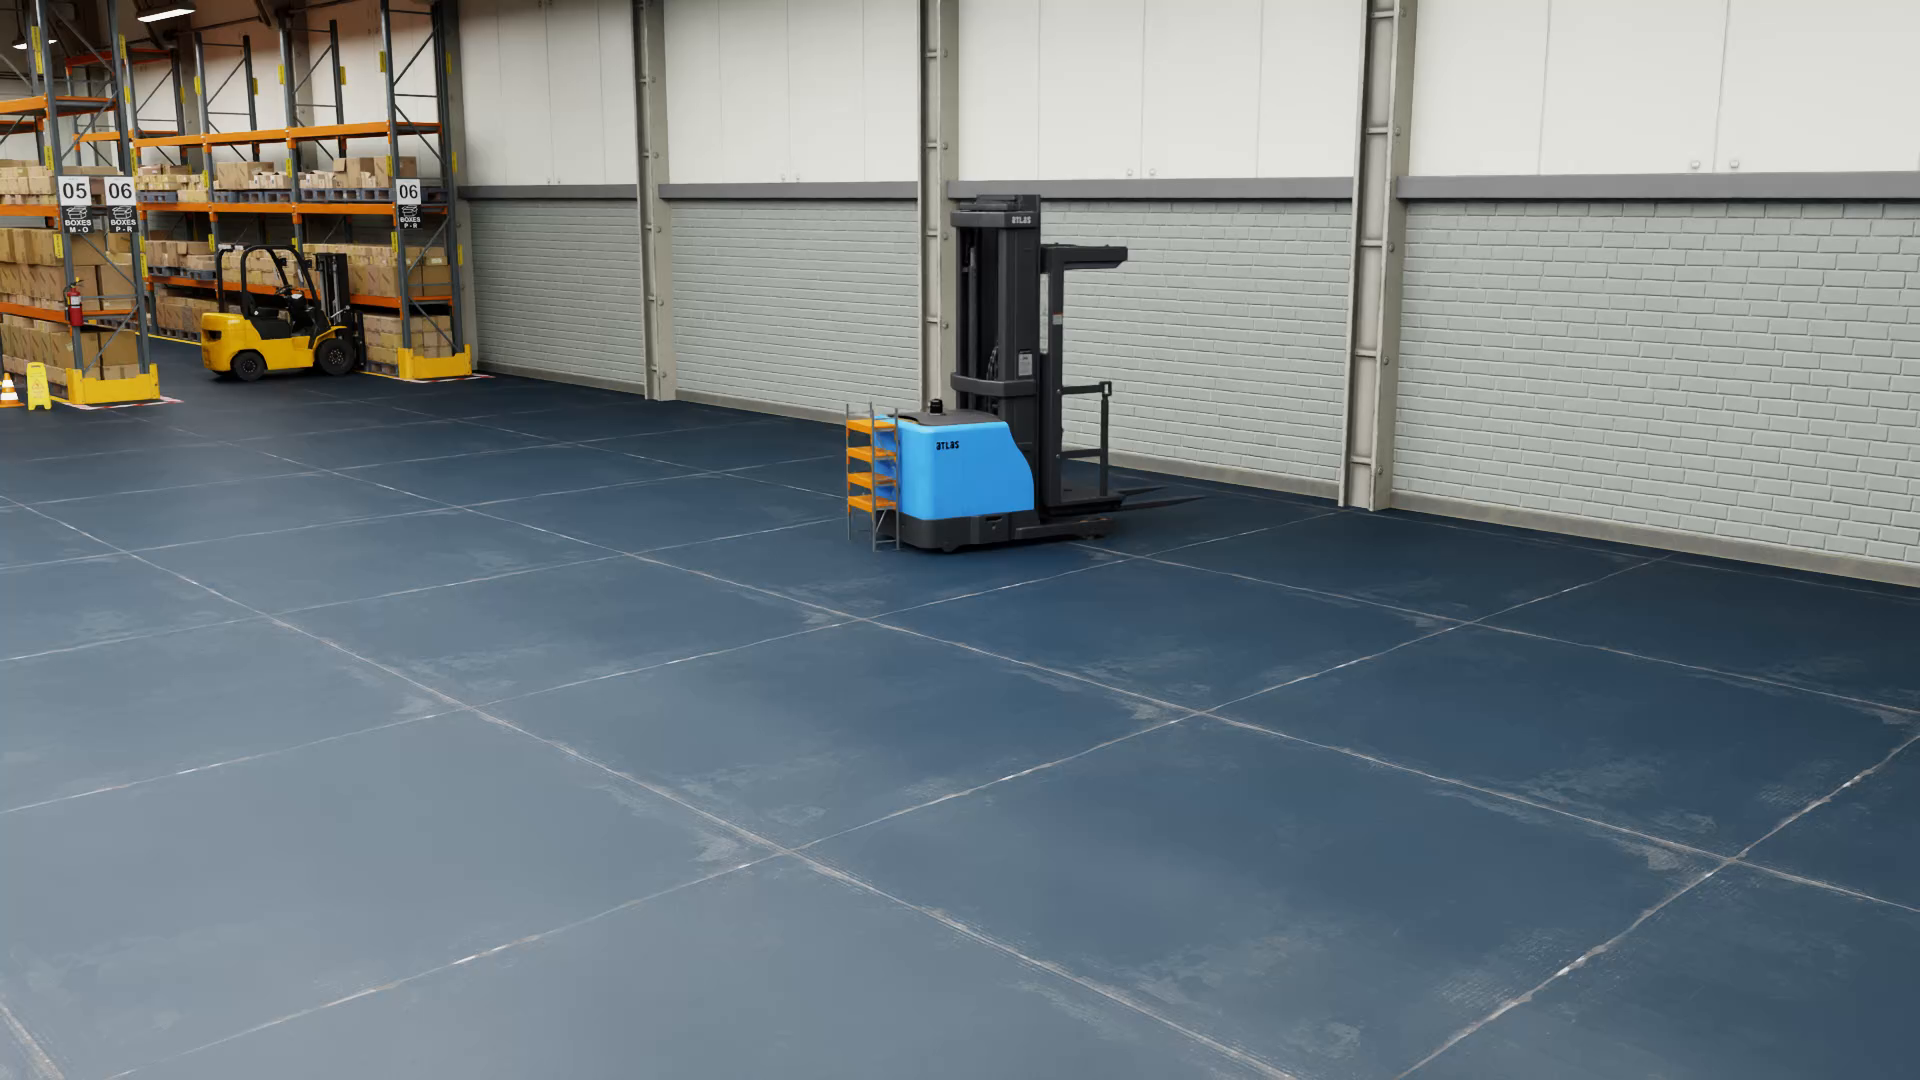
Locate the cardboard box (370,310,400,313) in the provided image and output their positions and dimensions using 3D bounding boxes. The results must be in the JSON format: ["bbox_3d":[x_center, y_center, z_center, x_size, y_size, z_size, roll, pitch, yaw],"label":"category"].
[{"bbox_3d":[-9.944,-3.860,29.008,0.500,0.250,0.500,-11,16,-44],"label":"cardboard box"}]

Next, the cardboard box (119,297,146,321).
[{"bbox_3d":[-18.555,-5.185,37.297,0.500,0.500,0.500,-11,16,-42],"label":"cardboard box"}]

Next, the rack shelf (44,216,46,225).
[{"bbox_3d":[-16.445,-5.492,27.985,1.077,0.370,4.000,-11,16,-43],"label":"rack shelf"}]

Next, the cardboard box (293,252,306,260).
[{"bbox_3d":[-11.873,-5.161,30.174,0.380,0.149,0.250,-10,15,-41],"label":"cardboard box"}]

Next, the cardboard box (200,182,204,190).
[{"bbox_3d":[-14.823,-7.009,32.949,0.250,0.149,0.380,11,16,44],"label":"cardboard box"}]

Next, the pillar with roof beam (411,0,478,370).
[{"bbox_3d":[-11.657,-6.758,24.910,9.100,9.000,0.548,-11,16,-43],"label":"pillar with roof beam"}]

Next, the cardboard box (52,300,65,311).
[{"bbox_3d":[-12.970,-3.423,24.215,0.380,0.149,0.250,-11,16,-43],"label":"cardboard box"}]

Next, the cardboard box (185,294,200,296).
[{"bbox_3d":[-16.539,-5.229,35.904,0.250,0.149,0.380,11,16,43],"label":"cardboard box"}]

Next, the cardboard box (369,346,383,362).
[{"bbox_3d":[-9.604,-3.149,28.038,0.500,0.250,0.500,-11,16,-43],"label":"cardboard box"}]

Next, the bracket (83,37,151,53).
[{"bbox_3d":[-19.153,-11.259,37.838,0.076,0.066,4.783,-11,16,-43],"label":"bracket"}]

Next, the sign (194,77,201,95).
[{"bbox_3d":[-14.625,-8.717,31.910,0.100,0.325,0.005,-11,16,-43],"label":"sign"}]

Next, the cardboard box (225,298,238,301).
[{"bbox_3d":[-15.104,-4.930,34.452,0.380,0.149,0.250,-11,16,-44],"label":"cardboard box"}]

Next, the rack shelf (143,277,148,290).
[{"bbox_3d":[-18.383,-5.883,37.314,1.077,0.370,4.000,-11,16,-43],"label":"rack shelf"}]

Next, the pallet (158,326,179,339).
[{"bbox_3d":[-16.412,-4.464,35.556,1.003,0.211,1.213,-11,16,-43],"label":"pallet"}]

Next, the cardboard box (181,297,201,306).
[{"bbox_3d":[-15.999,-4.971,34.653,0.380,0.149,0.250,-10,15,-41],"label":"cardboard box"}]

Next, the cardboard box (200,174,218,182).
[{"bbox_3d":[-14.691,-7.105,32.677,0.380,0.149,0.250,-10,15,-41],"label":"cardboard box"}]

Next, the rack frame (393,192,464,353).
[{"bbox_3d":[-8.715,-4.192,27.325,1.000,3.000,0.127,-11,16,-43],"label":"rack frame"}]

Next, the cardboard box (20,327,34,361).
[{"bbox_3d":[-14.117,-3.034,25.617,0.500,0.500,0.500,-10,15,-40],"label":"cardboard box"}]

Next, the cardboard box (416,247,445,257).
[{"bbox_3d":[-8.792,-4.783,27.601,0.380,0.149,0.250,-11,16,-44],"label":"cardboard box"}]

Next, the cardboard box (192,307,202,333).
[{"bbox_3d":[-15.388,-4.523,34.086,0.500,0.500,0.500,-10,15,-40],"label":"cardboard box"}]

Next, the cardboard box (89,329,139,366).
[{"bbox_3d":[-12.676,-2.886,24.899,0.500,0.500,0.500,11,16,43],"label":"cardboard box"}]

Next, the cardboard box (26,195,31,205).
[{"bbox_3d":[-13.615,-5.050,24.677,0.250,0.149,0.380,11,16,44],"label":"cardboard box"}]

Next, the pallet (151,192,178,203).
[{"bbox_3d":[-15.884,-7.064,34.299,1.213,0.211,1.003,-11,16,-43],"label":"pallet"}]

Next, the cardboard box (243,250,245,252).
[{"bbox_3d":[-13.466,-5.497,31.804,0.380,0.149,0.250,-11,16,-42],"label":"cardboard box"}]

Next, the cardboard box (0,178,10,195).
[{"bbox_3d":[-14.259,-5.374,25.261,0.500,0.250,0.500,-11,16,-42],"label":"cardboard box"}]

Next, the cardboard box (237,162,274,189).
[{"bbox_3d":[-13.212,-6.844,31.227,0.500,0.500,0.500,-10,16,-41],"label":"cardboard box"}]

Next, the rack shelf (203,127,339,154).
[{"bbox_3d":[-12.858,-7.458,31.082,1.077,0.370,4.000,-11,16,-43],"label":"rack shelf"}]

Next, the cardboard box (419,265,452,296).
[{"bbox_3d":[-8.856,-4.352,27.853,0.500,0.500,0.500,-10,15,-41],"label":"cardboard box"}]

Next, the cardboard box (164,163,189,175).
[{"bbox_3d":[-16.534,-7.824,35.088,0.396,0.266,0.258,-11,16,-43],"label":"cardboard box"}]

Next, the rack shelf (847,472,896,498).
[{"bbox_3d":[-0.737,-0.472,14.058,0.258,0.148,0.480,-7,13,-28],"label":"rack shelf"}]

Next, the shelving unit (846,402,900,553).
[{"bbox_3d":[-0.737,-0.538,14.045,0.258,1.200,0.503,-7,13,-28],"label":"shelving unit"}]

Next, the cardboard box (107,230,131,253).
[{"bbox_3d":[-18.609,-6.644,37.002,0.500,0.500,0.500,-10,16,-41],"label":"cardboard box"}]

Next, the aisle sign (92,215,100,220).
[{"bbox_3d":[-20.023,-7.769,38.246,0.394,0.787,0.004,-11,16,-43],"label":"aisle sign"}]

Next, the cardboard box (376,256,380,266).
[{"bbox_3d":[-9.490,-4.650,27.691,0.380,0.149,0.250,-11,16,-42],"label":"cardboard box"}]

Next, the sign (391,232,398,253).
[{"bbox_3d":[-9.117,-4.801,26.827,0.100,0.325,0.005,-11,16,-43],"label":"sign"}]

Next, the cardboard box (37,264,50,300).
[{"bbox_3d":[-13.219,-3.809,24.481,0.500,0.500,0.500,-11,16,-42],"label":"cardboard box"}]

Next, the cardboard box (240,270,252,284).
[{"bbox_3d":[-13.405,-5.039,31.807,0.500,0.250,0.500,11,16,43],"label":"cardboard box"}]

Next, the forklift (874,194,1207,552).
[{"bbox_3d":[0.779,-1.526,14.553,3.031,2.935,1.130,-6,13,-28],"label":"forklift"}]

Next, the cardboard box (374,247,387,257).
[{"bbox_3d":[-9.507,-4.793,27.651,0.380,0.149,0.250,-10,16,-41],"label":"cardboard box"}]

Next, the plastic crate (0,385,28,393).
[{"bbox_3d":[-14.573,-2.310,25.426,0.583,0.080,0.402,6,13,26],"label":"plastic crate"}]

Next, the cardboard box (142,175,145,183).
[{"bbox_3d":[-16.877,-7.556,34.816,0.380,0.149,0.250,-11,16,-42],"label":"cardboard box"}]

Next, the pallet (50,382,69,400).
[{"bbox_3d":[-12.890,-2.269,24.899,1.003,0.211,1.213,-11,16,-43],"label":"pallet"}]

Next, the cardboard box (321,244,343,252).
[{"bbox_3d":[-10.939,-5.087,29.075,0.380,0.149,0.250,-10,16,-41],"label":"cardboard box"}]

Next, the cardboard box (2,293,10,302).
[{"bbox_3d":[-14.867,-3.840,26.240,0.380,0.149,0.250,-10,15,-41],"label":"cardboard box"}]

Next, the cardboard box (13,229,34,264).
[{"bbox_3d":[-13.583,-4.363,24.693,0.700,0.500,0.500,-11,16,-43],"label":"cardboard box"}]

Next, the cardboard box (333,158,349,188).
[{"bbox_3d":[-10.208,-6.251,28.341,0.797,0.503,0.637,-10,15,-41],"label":"cardboard box"}]

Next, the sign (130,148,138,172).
[{"bbox_3d":[-11.910,-5.473,23.941,0.100,0.325,0.005,-11,16,-43],"label":"sign"}]

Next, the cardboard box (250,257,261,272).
[{"bbox_3d":[-13.045,-5.209,31.394,0.500,0.250,0.500,-11,16,-42],"label":"cardboard box"}]

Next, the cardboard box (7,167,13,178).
[{"bbox_3d":[-14.144,-5.546,25.111,0.380,0.149,0.250,-11,16,-43],"label":"cardboard box"}]

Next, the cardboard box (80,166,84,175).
[{"bbox_3d":[-12.585,-5.351,24.164,0.380,0.149,0.250,-11,16,-43],"label":"cardboard box"}]

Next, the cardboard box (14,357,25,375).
[{"bbox_3d":[-14.475,-2.742,26.062,0.500,0.250,0.500,-10,15,-39],"label":"cardboard box"}]

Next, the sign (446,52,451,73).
[{"bbox_3d":[-8.309,-7.742,26.980,0.100,0.325,0.005,-11,16,-43],"label":"sign"}]
